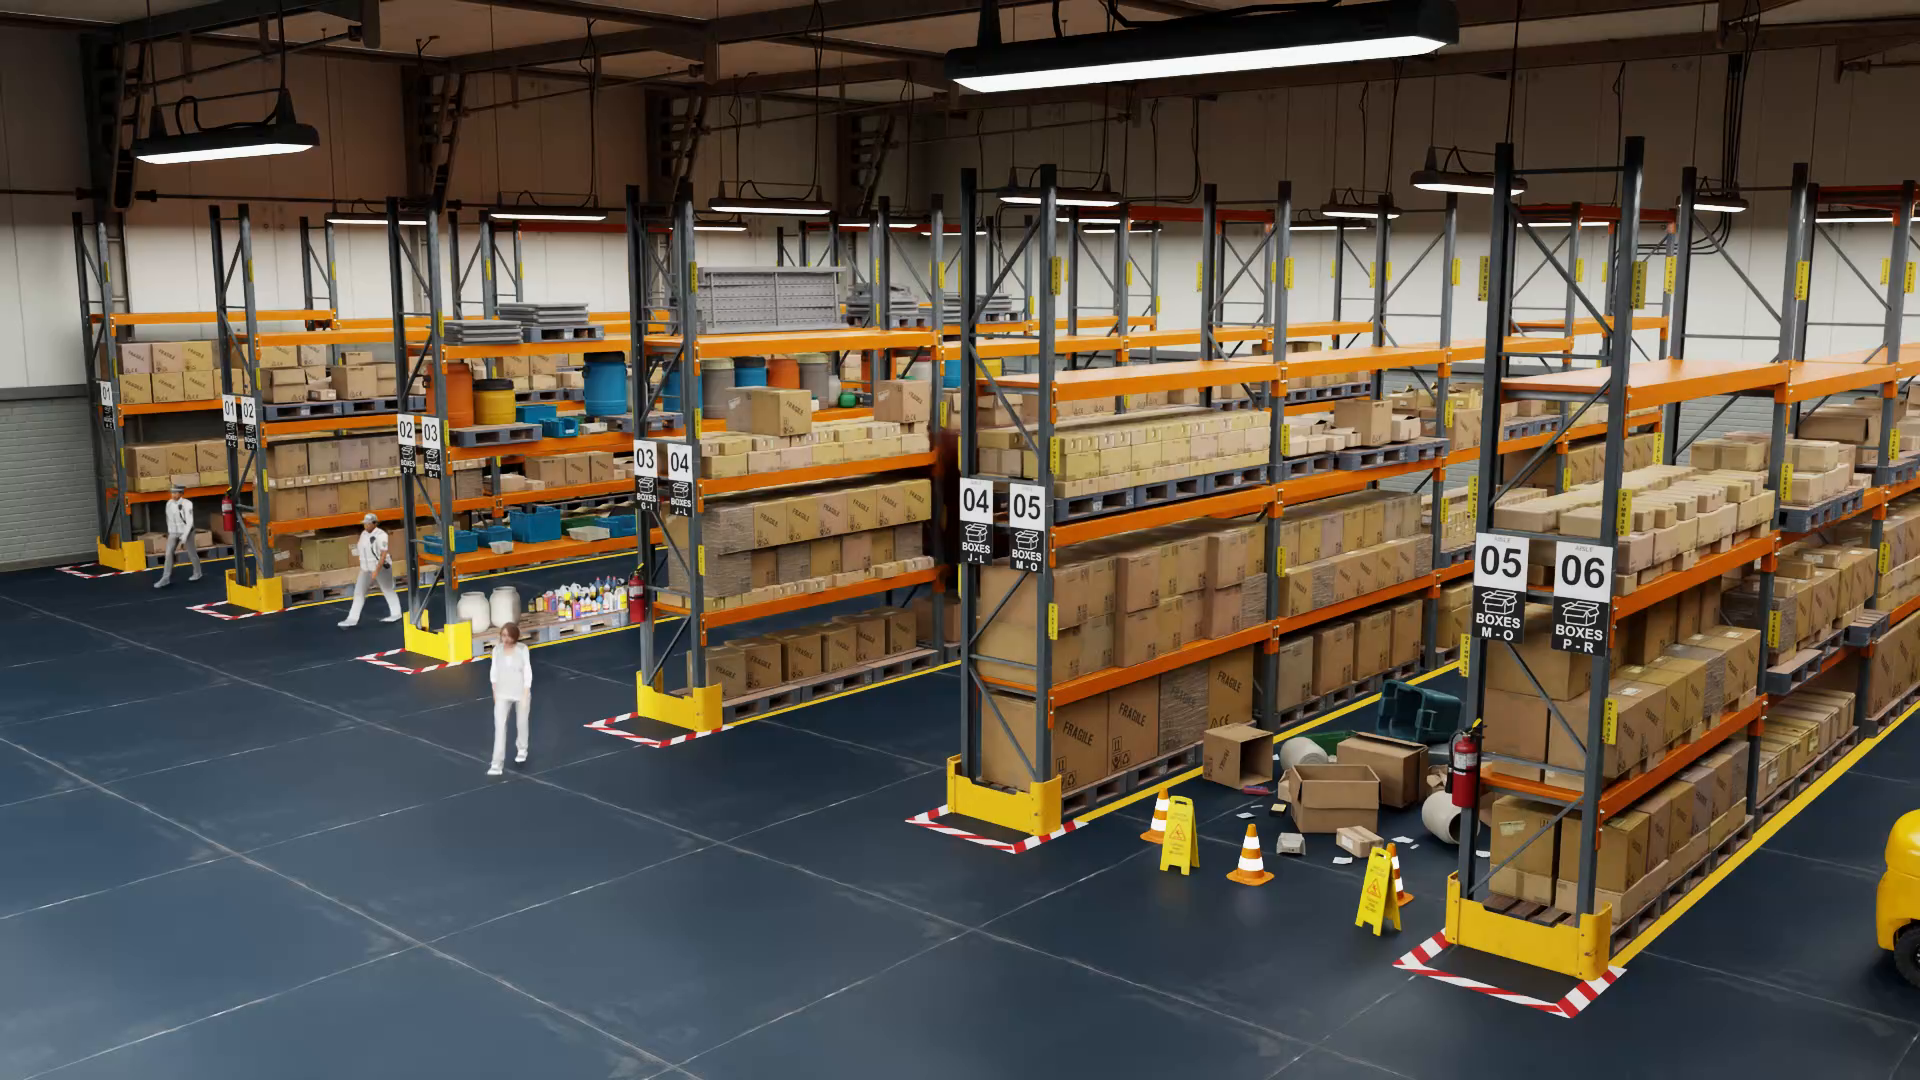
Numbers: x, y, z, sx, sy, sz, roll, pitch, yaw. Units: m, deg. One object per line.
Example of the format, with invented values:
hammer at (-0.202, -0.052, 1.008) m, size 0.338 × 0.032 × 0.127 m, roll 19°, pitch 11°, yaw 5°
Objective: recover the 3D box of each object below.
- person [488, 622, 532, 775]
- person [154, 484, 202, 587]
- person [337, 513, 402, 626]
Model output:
person at (-4.575, 1.595, 16.918) m, size 0.451 × 1.537 × 0.994 m, roll -2°, pitch 10°, yaw -11°
person at (-12.619, -0.109, 26.852) m, size 0.514 × 1.626 × 0.906 m, roll 1°, pitch 9°, yaw 3°
person at (-8.427, 0.417, 23.760) m, size 0.538 × 1.612 × 0.963 m, roll 3°, pitch 10°, yaw 19°
